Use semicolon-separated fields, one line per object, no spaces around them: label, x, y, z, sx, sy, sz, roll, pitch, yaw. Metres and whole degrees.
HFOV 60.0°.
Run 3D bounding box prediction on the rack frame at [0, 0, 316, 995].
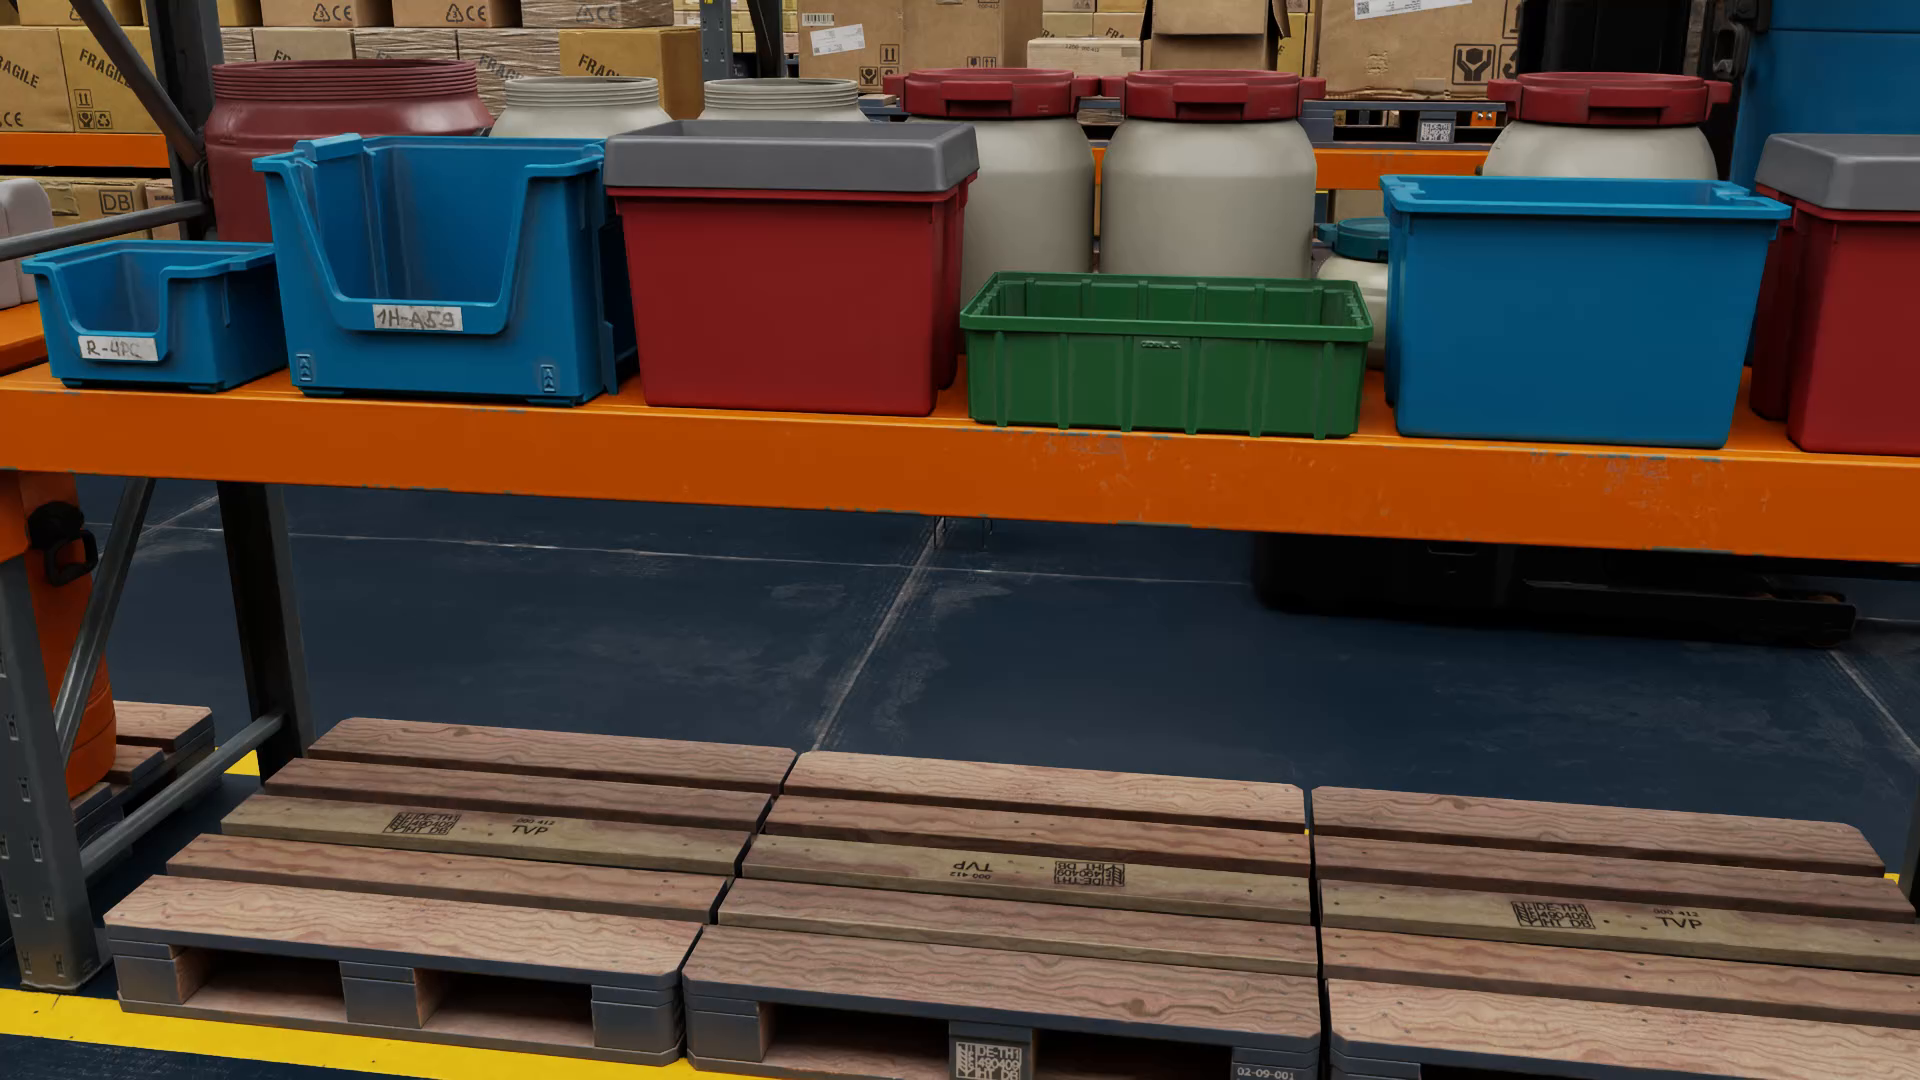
rack frame;-1.826;-0.633;3.468;0.127;3.000;1.000;3;19;9

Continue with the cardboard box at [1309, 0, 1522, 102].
cardboard box;2.147;-2.551;7.593;1.000;1.000;1.000;3;19;9

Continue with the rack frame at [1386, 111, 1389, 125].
rack frame;4.481;-5.088;16.783;0.127;3.000;1.000;3;19;9

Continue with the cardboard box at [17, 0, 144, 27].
cardboard box;-4.358;-2.880;8.444;0.637;0.503;0.797;2;19;7

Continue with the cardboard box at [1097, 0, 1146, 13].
cardboard box;1.294;-4.179;12.334;0.500;0.500;0.700;3;19;8

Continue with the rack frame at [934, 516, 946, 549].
rack frame;-0.076;-0.573;6.124;0.006;1.200;0.240;3;19;9

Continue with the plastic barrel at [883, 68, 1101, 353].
plastic barrel;0.062;-0.672;3.370;0.433;0.535;0.433;0;18;0

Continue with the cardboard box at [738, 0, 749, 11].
cardboard box;-1.481;-4.016;12.374;0.250;0.149;0.380;3;19;10

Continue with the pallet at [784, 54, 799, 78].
pallet;-0.874;-3.645;12.773;1.003;0.211;1.213;3;19;9

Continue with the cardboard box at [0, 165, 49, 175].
cardboard box;-5.629;-1.636;9.152;0.875;0.875;0.875;3;19;9

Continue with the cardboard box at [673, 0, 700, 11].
cardboard box;-1.987;-4.043;12.455;0.250;0.149;0.380;4;19;11

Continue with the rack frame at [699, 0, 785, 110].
rack frame;-1.040;-2.185;8.106;0.127;3.000;1.000;3;19;9

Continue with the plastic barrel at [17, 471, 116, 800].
plastic barrel;-2.312;0.177;3.804;0.708;0.830;0.600;3;19;9

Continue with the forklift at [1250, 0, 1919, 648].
forklift;2.552;-1.229;5.358;3.031;2.935;1.130;3;19;10

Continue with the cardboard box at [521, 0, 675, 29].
cardboard box;-1.760;-2.750;8.056;0.637;0.503;0.797;4;19;11

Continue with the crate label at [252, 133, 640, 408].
crate label;-0.888;-0.515;3.060;0.616;0.435;0.502;3;19;9

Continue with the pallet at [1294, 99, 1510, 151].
pallet;2.177;-1.977;7.786;1.213;0.211;1.003;3;19;9

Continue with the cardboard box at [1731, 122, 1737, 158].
cardboard box;3.318;-1.743;7.180;0.250;0.149;0.380;3;19;9

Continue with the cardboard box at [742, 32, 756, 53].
cardboard box;-1.458;-3.734;12.470;0.250;0.149;0.380;3;19;8

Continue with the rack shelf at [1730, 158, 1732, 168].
rack shelf;4.884;-1.542;7.318;4.000;0.370;1.077;3;19;9

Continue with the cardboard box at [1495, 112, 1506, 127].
cardboard box;4.405;-2.670;12.244;0.875;0.875;0.875;3;19;9

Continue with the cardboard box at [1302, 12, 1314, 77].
cardboard box;2.739;-3.548;12.022;0.500;0.500;0.500;3;19;8

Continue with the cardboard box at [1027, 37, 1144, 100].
cardboard box;0.578;-2.157;7.596;0.500;0.250;0.500;2;19;7

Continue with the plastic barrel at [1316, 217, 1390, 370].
plastic barrel;0.841;-0.481;3.231;0.301;0.262;0.301;0;18;0

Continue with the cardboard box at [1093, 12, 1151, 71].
cardboard box;1.247;-3.624;12.249;0.500;0.500;0.500;3;19;9

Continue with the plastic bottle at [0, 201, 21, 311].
plastic bottle;-2.226;-0.650;3.713;0.135;0.276;0.152;3;19;9

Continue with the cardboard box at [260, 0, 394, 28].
cardboard box;-3.066;-2.815;8.251;0.637;0.503;0.797;4;19;10

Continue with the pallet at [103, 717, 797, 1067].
pallet;-1.067;0.740;3.758;1.213;0.211;1.003;3;19;9

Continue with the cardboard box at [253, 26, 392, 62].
cardboard box;-3.074;-2.258;8.165;0.500;0.500;0.500;3;19;10

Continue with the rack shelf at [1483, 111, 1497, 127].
rack shelf;5.770;-3.091;11.947;4.000;0.370;1.077;3;19;9

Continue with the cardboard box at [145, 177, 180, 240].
cardboard box;-3.472;-1.507;8.767;0.875;0.875;1.225;2;19;7

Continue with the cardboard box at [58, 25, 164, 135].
cardboard box;-4.079;-2.307;8.314;0.500;0.500;0.500;3;19;9

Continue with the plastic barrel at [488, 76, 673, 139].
plastic barrel;-0.776;-0.701;3.496;0.421;0.512;0.421;0;18;0

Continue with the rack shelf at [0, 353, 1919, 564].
rack shelf;0.149;-0.191;3.282;4.000;0.370;1.077;3;19;9

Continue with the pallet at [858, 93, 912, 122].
pallet;-0.320;-2.092;8.129;1.003;0.211;1.213;3;19;9

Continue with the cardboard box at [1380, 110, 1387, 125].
cardboard box;5.690;-5.411;21.418;0.500;0.250;0.500;3;19;9

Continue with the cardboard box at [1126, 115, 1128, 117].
cardboard box;2.575;-5.852;22.146;0.625;0.625;0.875;4;19;10

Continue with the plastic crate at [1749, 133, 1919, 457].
plastic crate;1.597;-0.391;2.643;0.583;0.464;0.402;3;19;9

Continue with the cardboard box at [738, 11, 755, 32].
cardboard box;-1.485;-3.875;12.423;0.250;0.149;0.380;3;19;9

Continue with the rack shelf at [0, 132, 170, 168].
rack shelf;-3.015;-1.944;8.521;4.000;0.370;1.077;3;19;9

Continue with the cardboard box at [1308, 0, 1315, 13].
cardboard box;2.796;-4.102;12.103;0.500;0.500;0.700;3;19;8

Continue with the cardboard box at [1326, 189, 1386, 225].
cardboard box;3.168;-2.668;12.433;0.750;0.750;1.050;3;19;8

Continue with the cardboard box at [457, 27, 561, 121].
cardboard box;-2.058;-2.207;8.013;0.500;0.500;0.500;3;19;8

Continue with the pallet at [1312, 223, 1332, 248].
pallet;3.022;-2.225;12.621;1.213;0.211;1.003;3;19;9

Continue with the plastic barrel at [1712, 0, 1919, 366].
plastic barrel;1.790;-0.784;3.129;0.708;0.901;0.600;3;19;9

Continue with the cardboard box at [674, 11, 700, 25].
cardboard box;-1.988;-3.901;12.501;0.250;0.149;0.380;3;19;10

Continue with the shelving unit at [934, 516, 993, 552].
shelving unit;0.014;-0.568;6.111;0.189;1.200;0.258;3;19;9

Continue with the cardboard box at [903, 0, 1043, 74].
cardboard box;0.066;-2.420;7.989;0.500;0.500;0.700;6;19;17

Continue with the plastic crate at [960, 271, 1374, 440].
plastic crate;0.359;-0.331;2.898;0.662;0.188;0.450;3;19;9

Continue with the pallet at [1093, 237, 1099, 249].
pallet;0.613;-2.348;12.988;1.213;0.211;1.003;3;19;9
